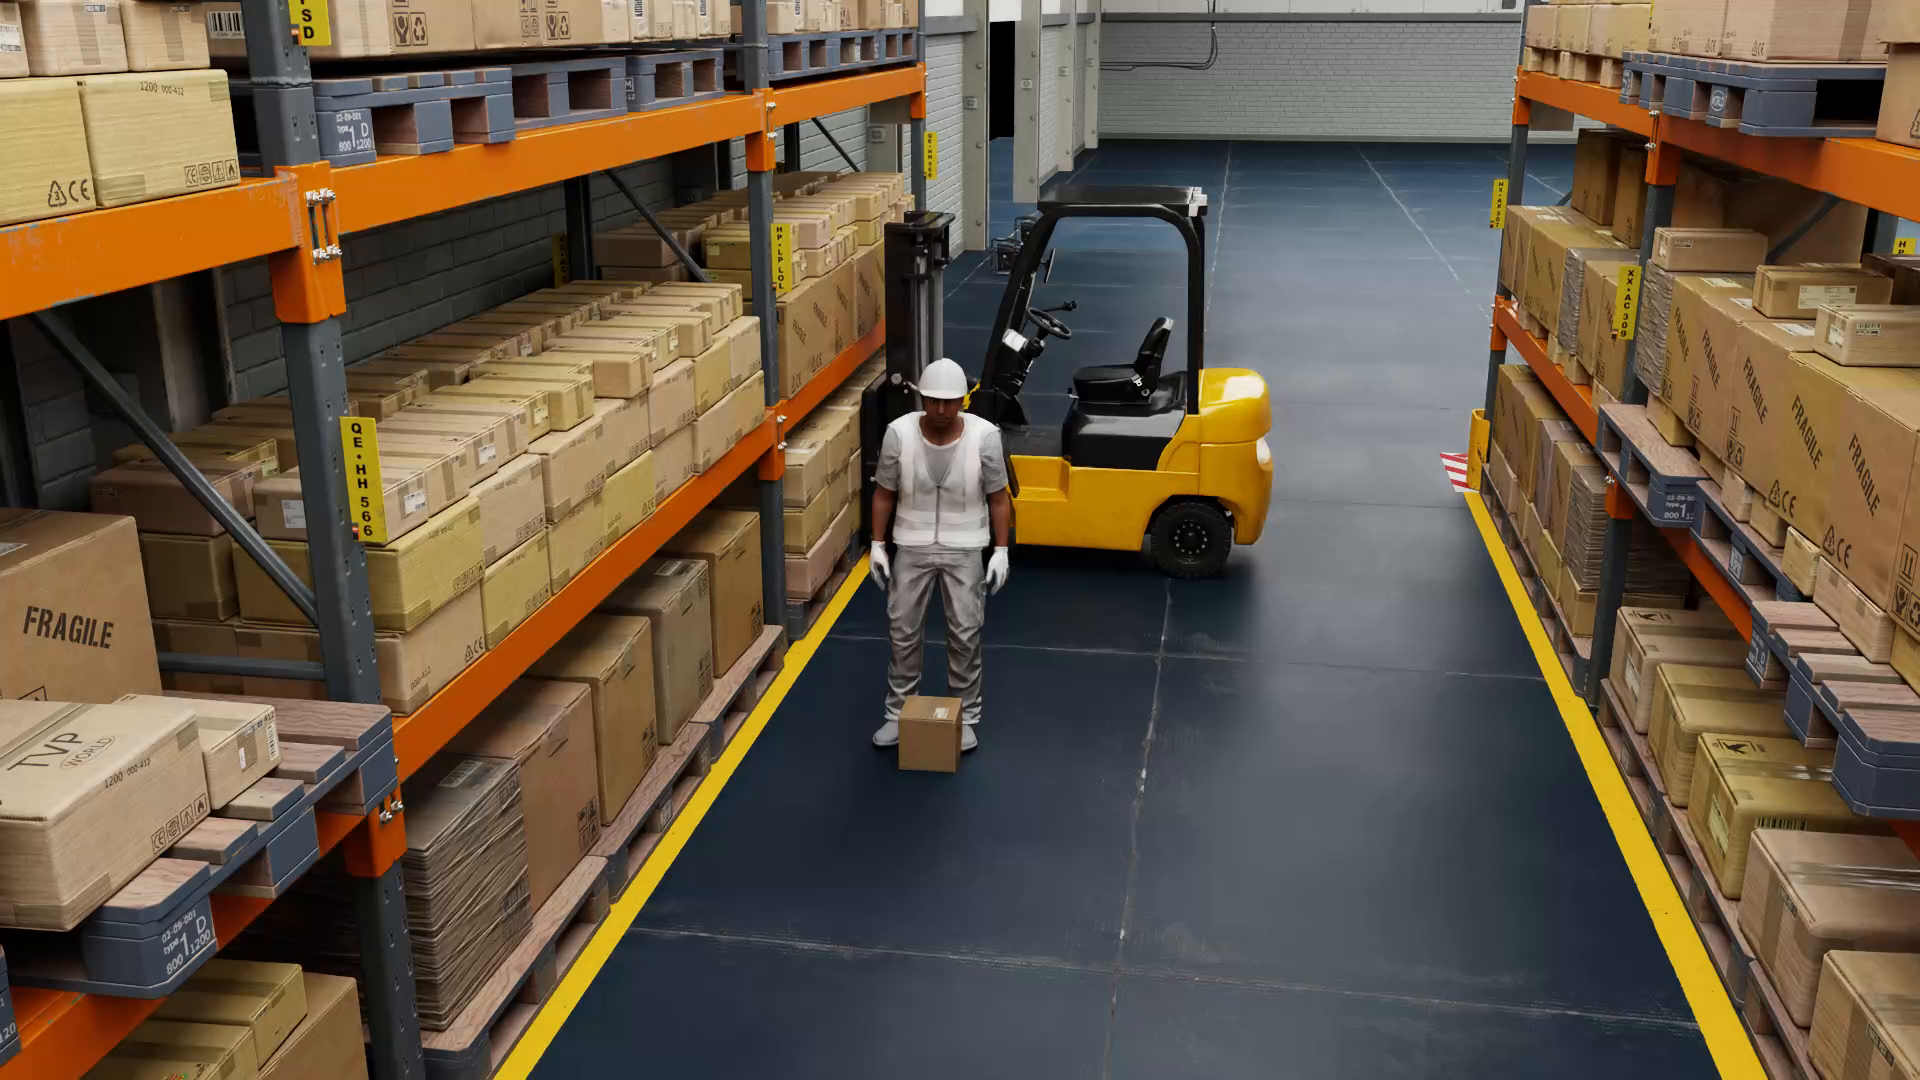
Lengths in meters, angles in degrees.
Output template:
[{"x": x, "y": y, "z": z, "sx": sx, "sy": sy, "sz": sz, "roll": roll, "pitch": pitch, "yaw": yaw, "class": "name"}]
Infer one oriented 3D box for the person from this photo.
[{"x": -0.091, "y": 0.063, "z": 7.339, "sx": 0.625, "sy": 1.773, "sz": 0.451, "roll": 2, "pitch": 18, "yaw": 5, "class": "person"}]
